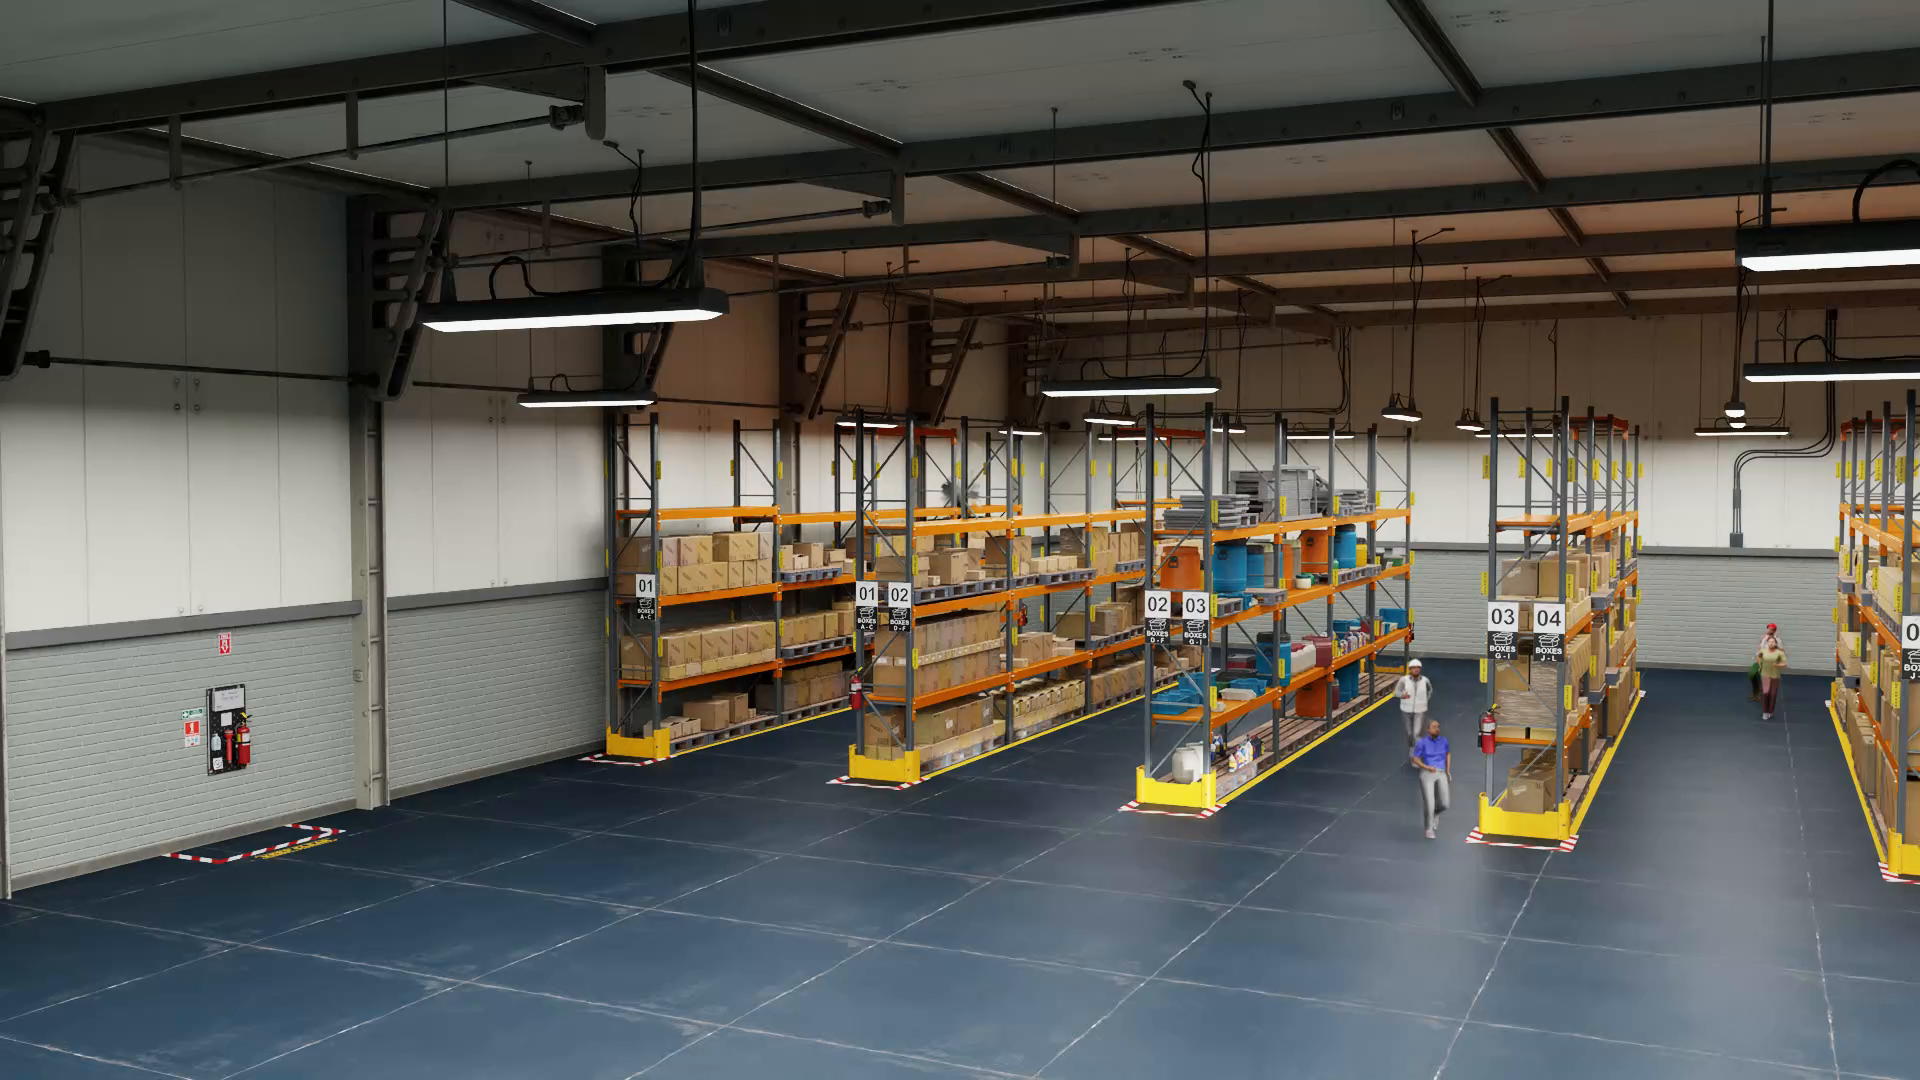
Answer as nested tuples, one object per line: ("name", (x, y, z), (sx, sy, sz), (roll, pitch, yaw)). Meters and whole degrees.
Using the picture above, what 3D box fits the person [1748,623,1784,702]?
("person", (17.335, 2.639, 35.766), (0.588, 1.728, 0.749), (-1, 3, -26))

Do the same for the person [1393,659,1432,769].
("person", (7.705, 2.922, 28.308), (0.639, 1.800, 0.894), (1, 2, 16))

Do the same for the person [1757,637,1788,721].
("person", (16.232, 2.769, 33.251), (0.556, 1.689, 0.693), (1, 3, 25))

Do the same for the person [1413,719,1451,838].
("person", (6.452, 3.253, 22.592), (0.572, 1.630, 0.551), (0, 2, -3))
